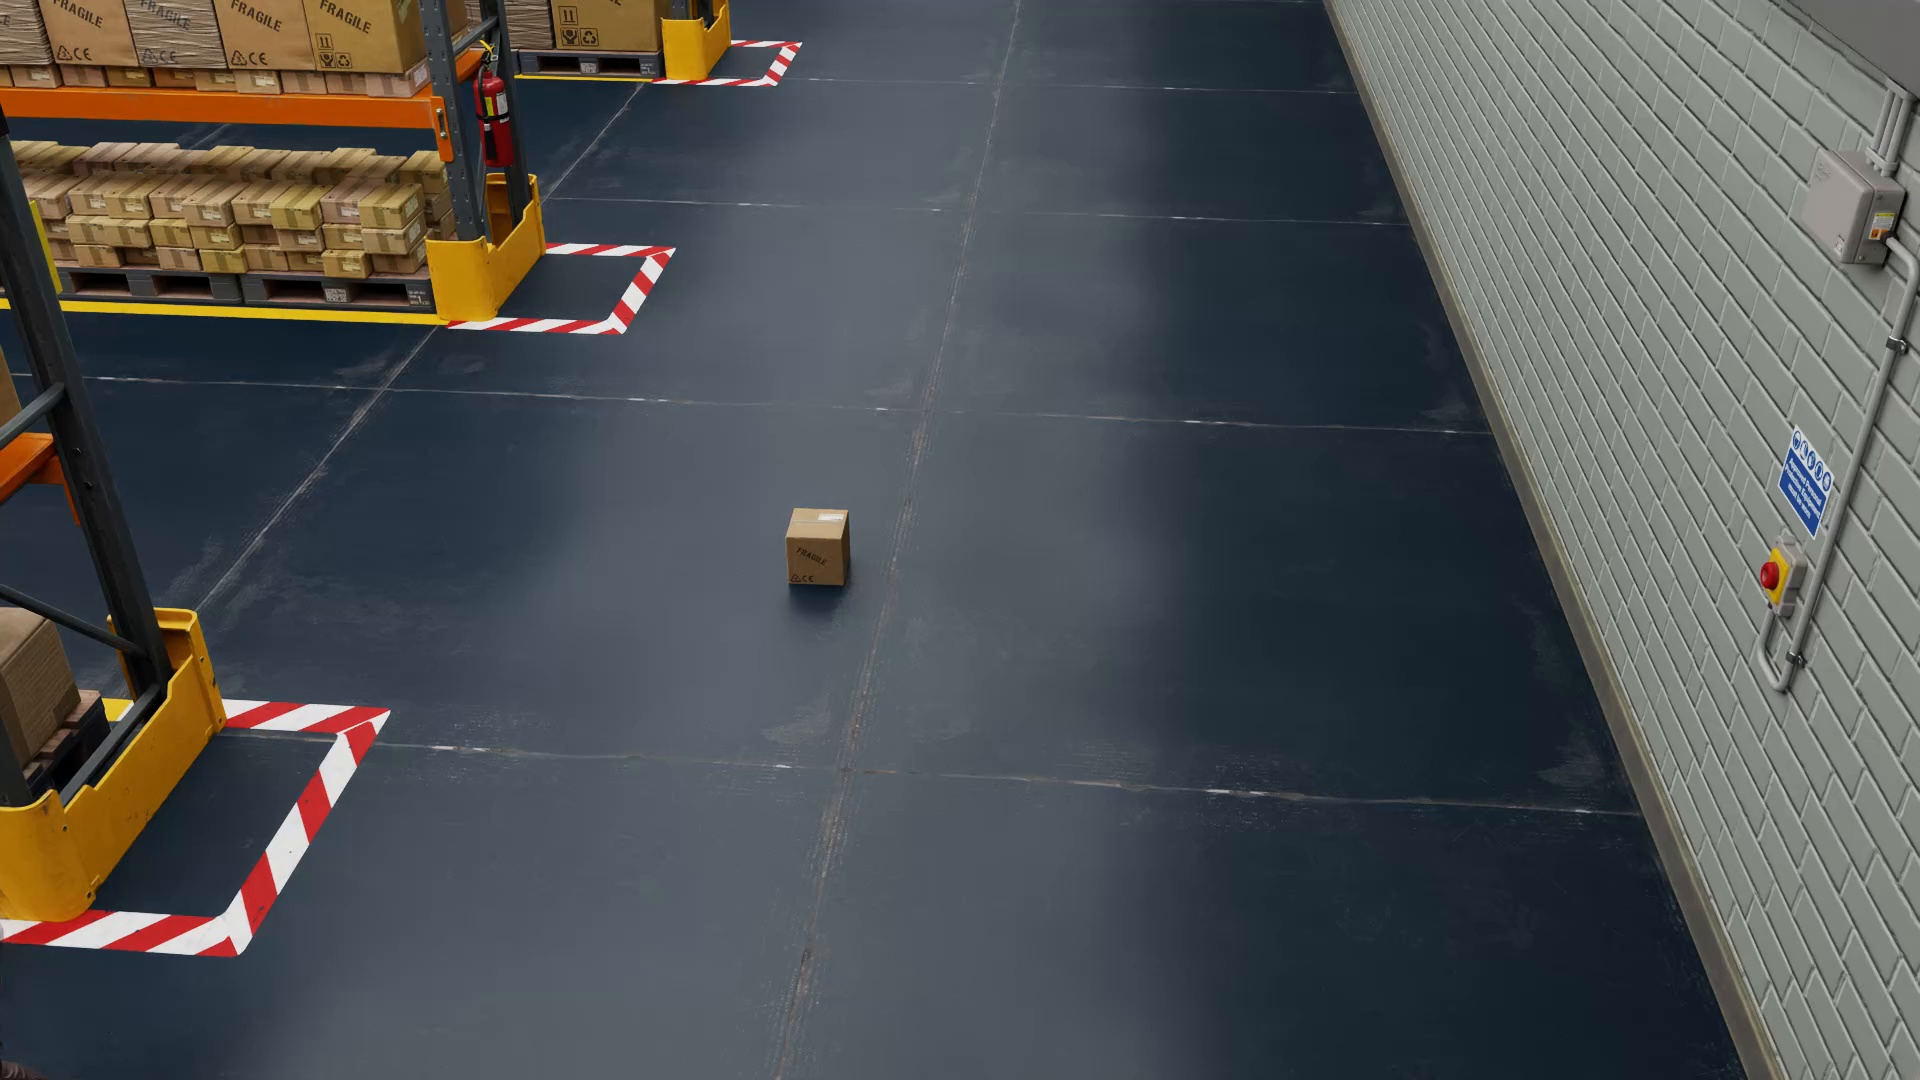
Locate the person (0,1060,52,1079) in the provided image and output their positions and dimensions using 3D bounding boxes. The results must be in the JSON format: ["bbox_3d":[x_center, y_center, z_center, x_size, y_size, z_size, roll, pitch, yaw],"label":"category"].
[{"bbox_3d":[-2.852,1.212,4.171,0.550,1.669,0.969,22,38,31],"label":"person"}]
